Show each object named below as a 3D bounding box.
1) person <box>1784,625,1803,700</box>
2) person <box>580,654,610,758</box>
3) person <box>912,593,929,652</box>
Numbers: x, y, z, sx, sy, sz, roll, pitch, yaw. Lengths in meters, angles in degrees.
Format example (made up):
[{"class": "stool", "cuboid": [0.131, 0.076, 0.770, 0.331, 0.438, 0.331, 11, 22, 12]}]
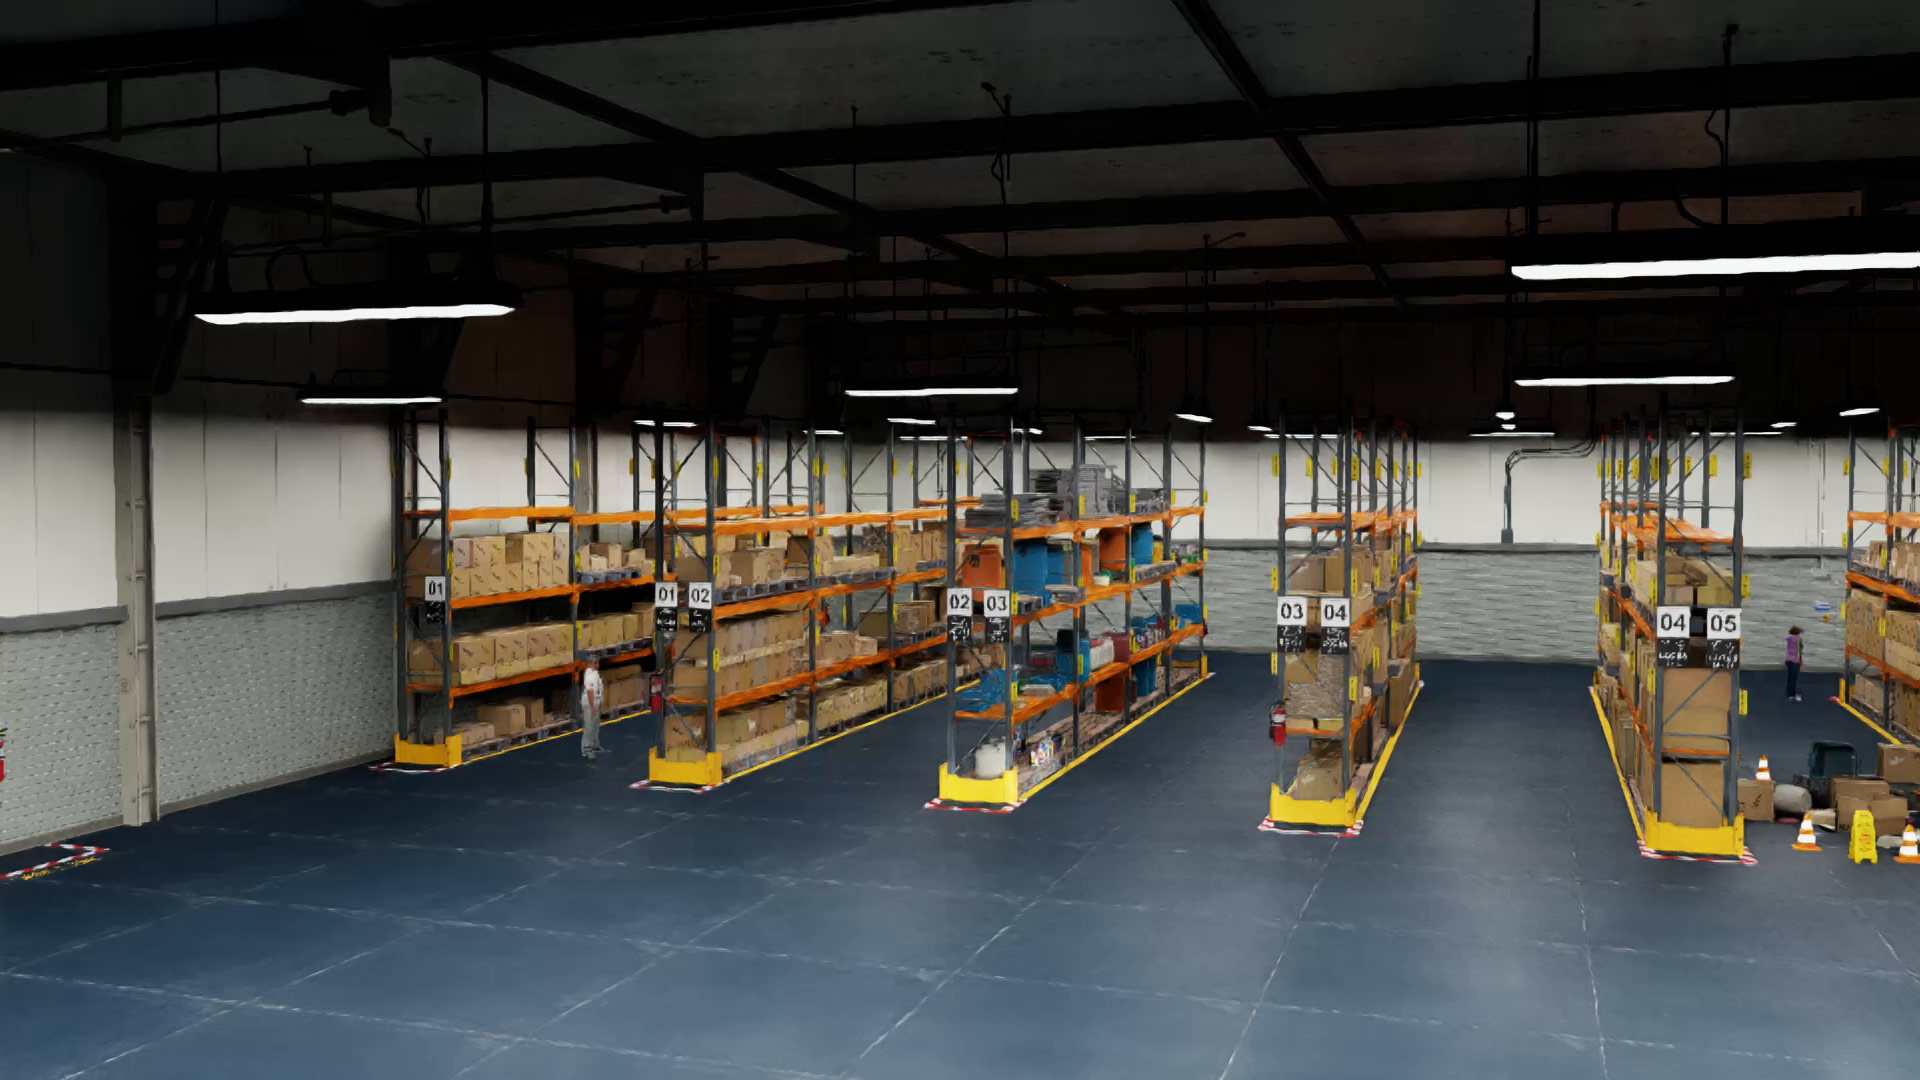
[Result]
[{"class": "person", "cuboid": [18.089, 2.636, 36.046, 0.388, 1.584, 0.481, 0, 2, -8]}, {"class": "person", "cuboid": [-6.351, 2.867, 28.907, 0.490, 1.768, 0.628, 0, 2, -11]}, {"class": "person", "cuboid": [-1.126, 2.223, 43.996, 0.733, 1.759, 0.561, -2, 3, -35]}]
